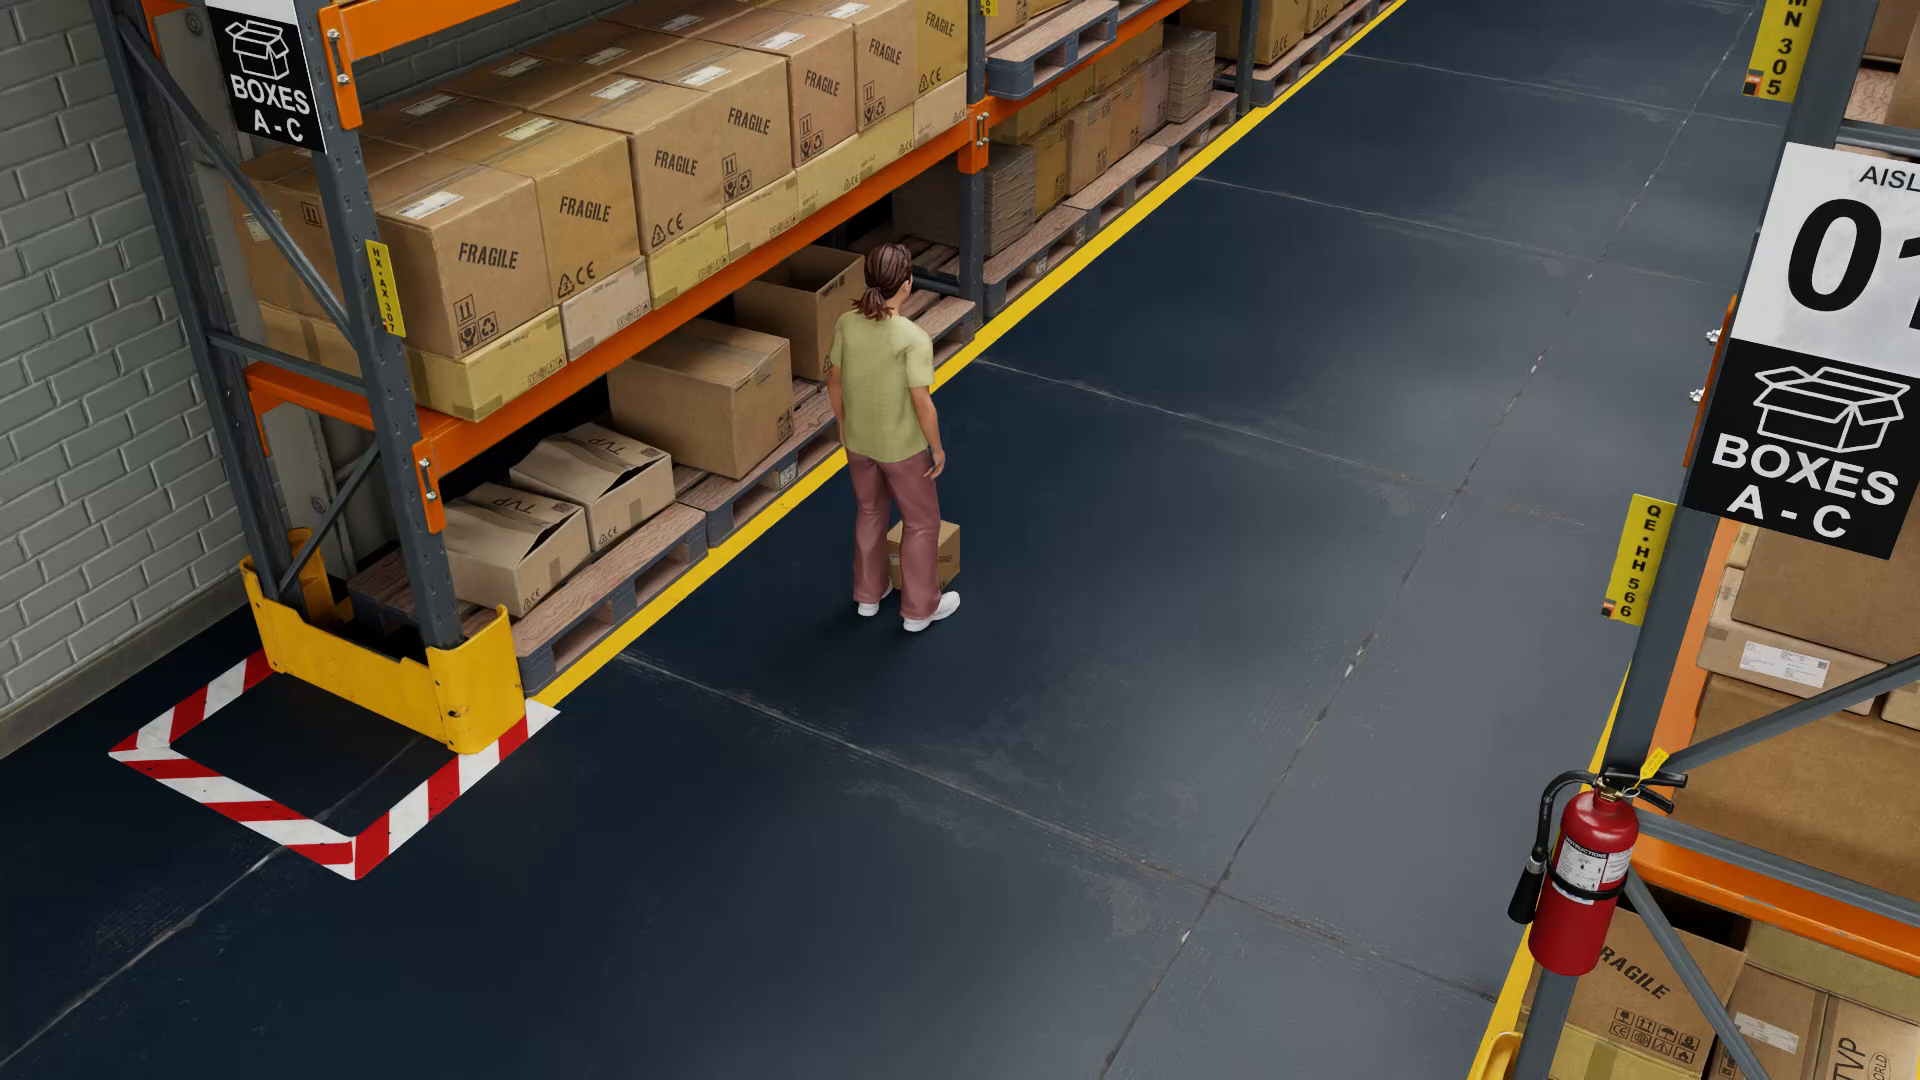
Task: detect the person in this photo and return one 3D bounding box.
[{"bbox_3d":[-0.282,-0.397,6.727,0.499,1.673,0.359,18,38,25],"label":"person"}]
